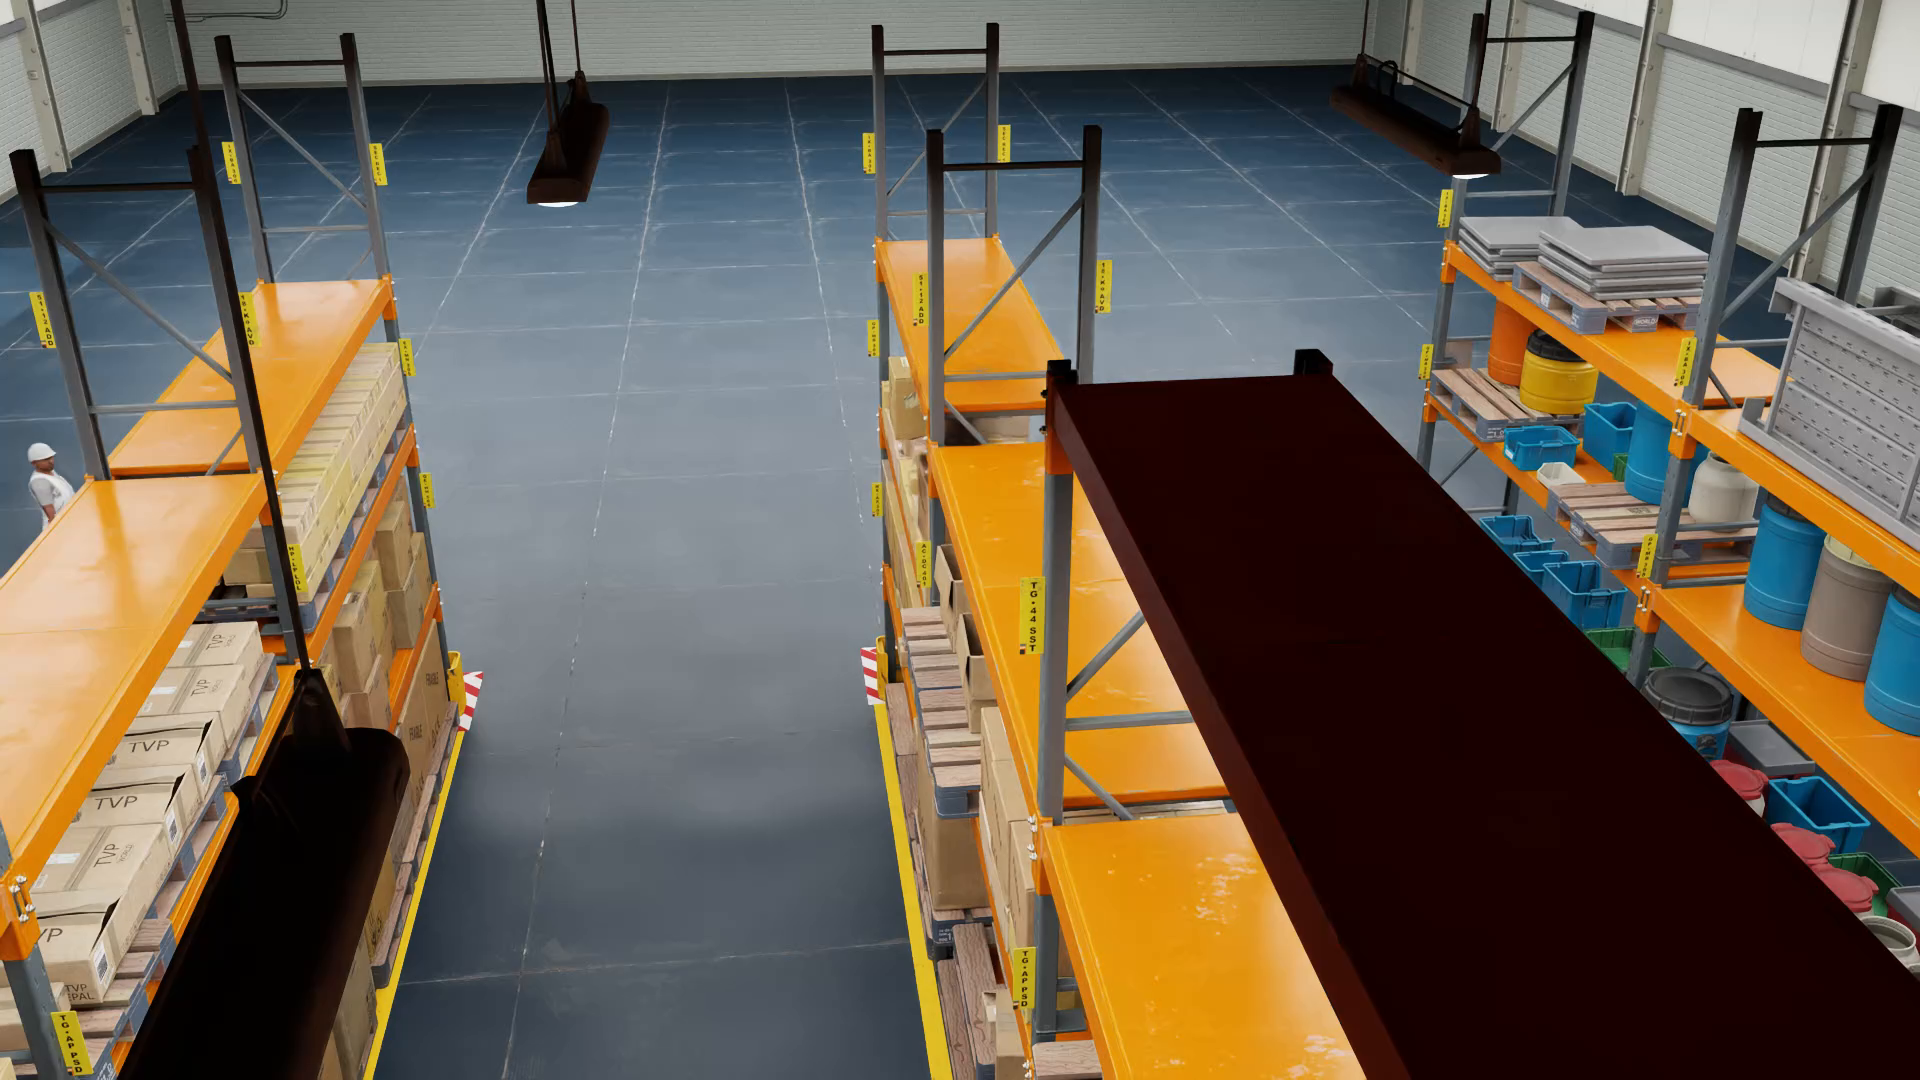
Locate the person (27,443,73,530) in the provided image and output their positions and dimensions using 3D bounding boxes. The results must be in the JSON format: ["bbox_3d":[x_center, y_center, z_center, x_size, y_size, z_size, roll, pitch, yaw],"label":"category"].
[{"bbox_3d":[-8.999,-0.120,16.669,0.496,1.780,0.656,-15,30,-29],"label":"person"}]
